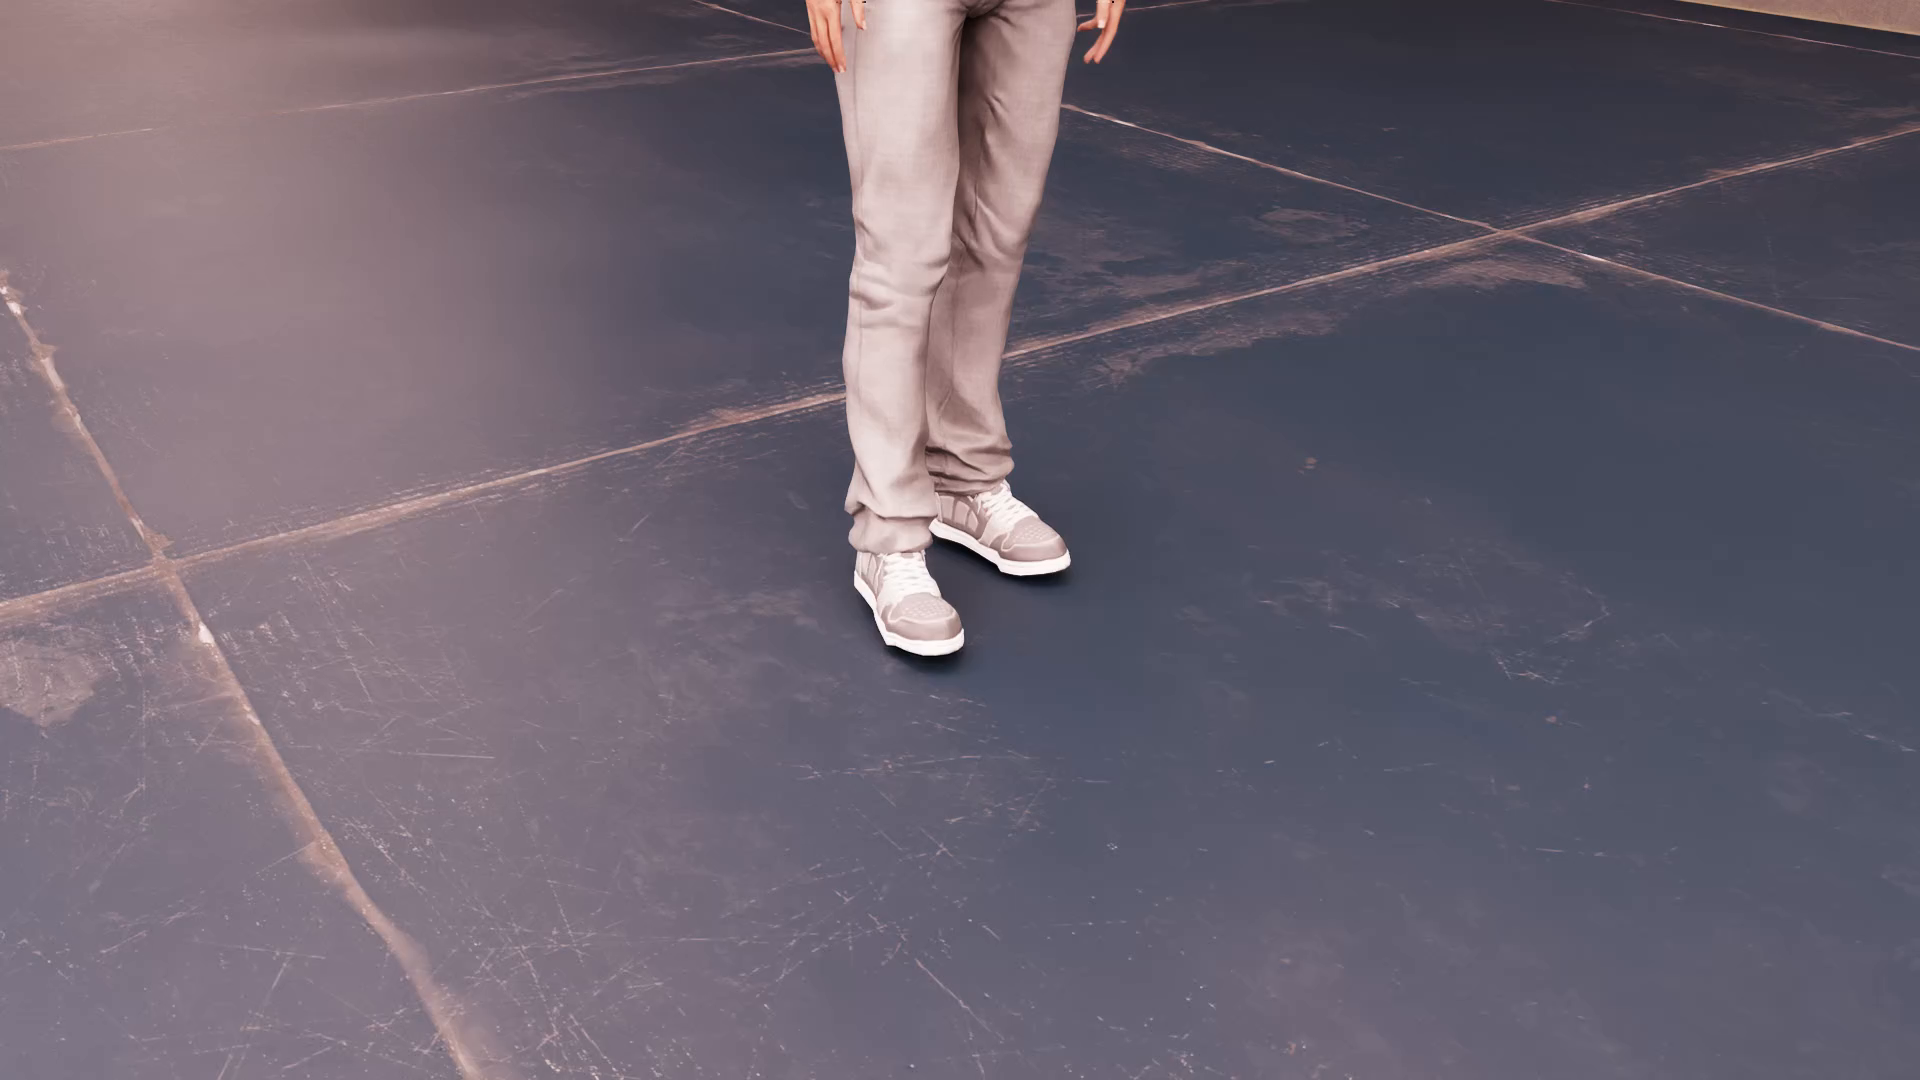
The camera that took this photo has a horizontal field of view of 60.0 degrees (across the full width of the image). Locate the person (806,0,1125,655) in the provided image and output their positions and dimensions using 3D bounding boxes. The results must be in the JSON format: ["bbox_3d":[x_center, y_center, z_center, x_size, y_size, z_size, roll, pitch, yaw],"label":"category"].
[{"bbox_3d":[0.031,-0.689,2.077,0.520,1.599,0.473,-17,31,-31],"label":"person"}]
